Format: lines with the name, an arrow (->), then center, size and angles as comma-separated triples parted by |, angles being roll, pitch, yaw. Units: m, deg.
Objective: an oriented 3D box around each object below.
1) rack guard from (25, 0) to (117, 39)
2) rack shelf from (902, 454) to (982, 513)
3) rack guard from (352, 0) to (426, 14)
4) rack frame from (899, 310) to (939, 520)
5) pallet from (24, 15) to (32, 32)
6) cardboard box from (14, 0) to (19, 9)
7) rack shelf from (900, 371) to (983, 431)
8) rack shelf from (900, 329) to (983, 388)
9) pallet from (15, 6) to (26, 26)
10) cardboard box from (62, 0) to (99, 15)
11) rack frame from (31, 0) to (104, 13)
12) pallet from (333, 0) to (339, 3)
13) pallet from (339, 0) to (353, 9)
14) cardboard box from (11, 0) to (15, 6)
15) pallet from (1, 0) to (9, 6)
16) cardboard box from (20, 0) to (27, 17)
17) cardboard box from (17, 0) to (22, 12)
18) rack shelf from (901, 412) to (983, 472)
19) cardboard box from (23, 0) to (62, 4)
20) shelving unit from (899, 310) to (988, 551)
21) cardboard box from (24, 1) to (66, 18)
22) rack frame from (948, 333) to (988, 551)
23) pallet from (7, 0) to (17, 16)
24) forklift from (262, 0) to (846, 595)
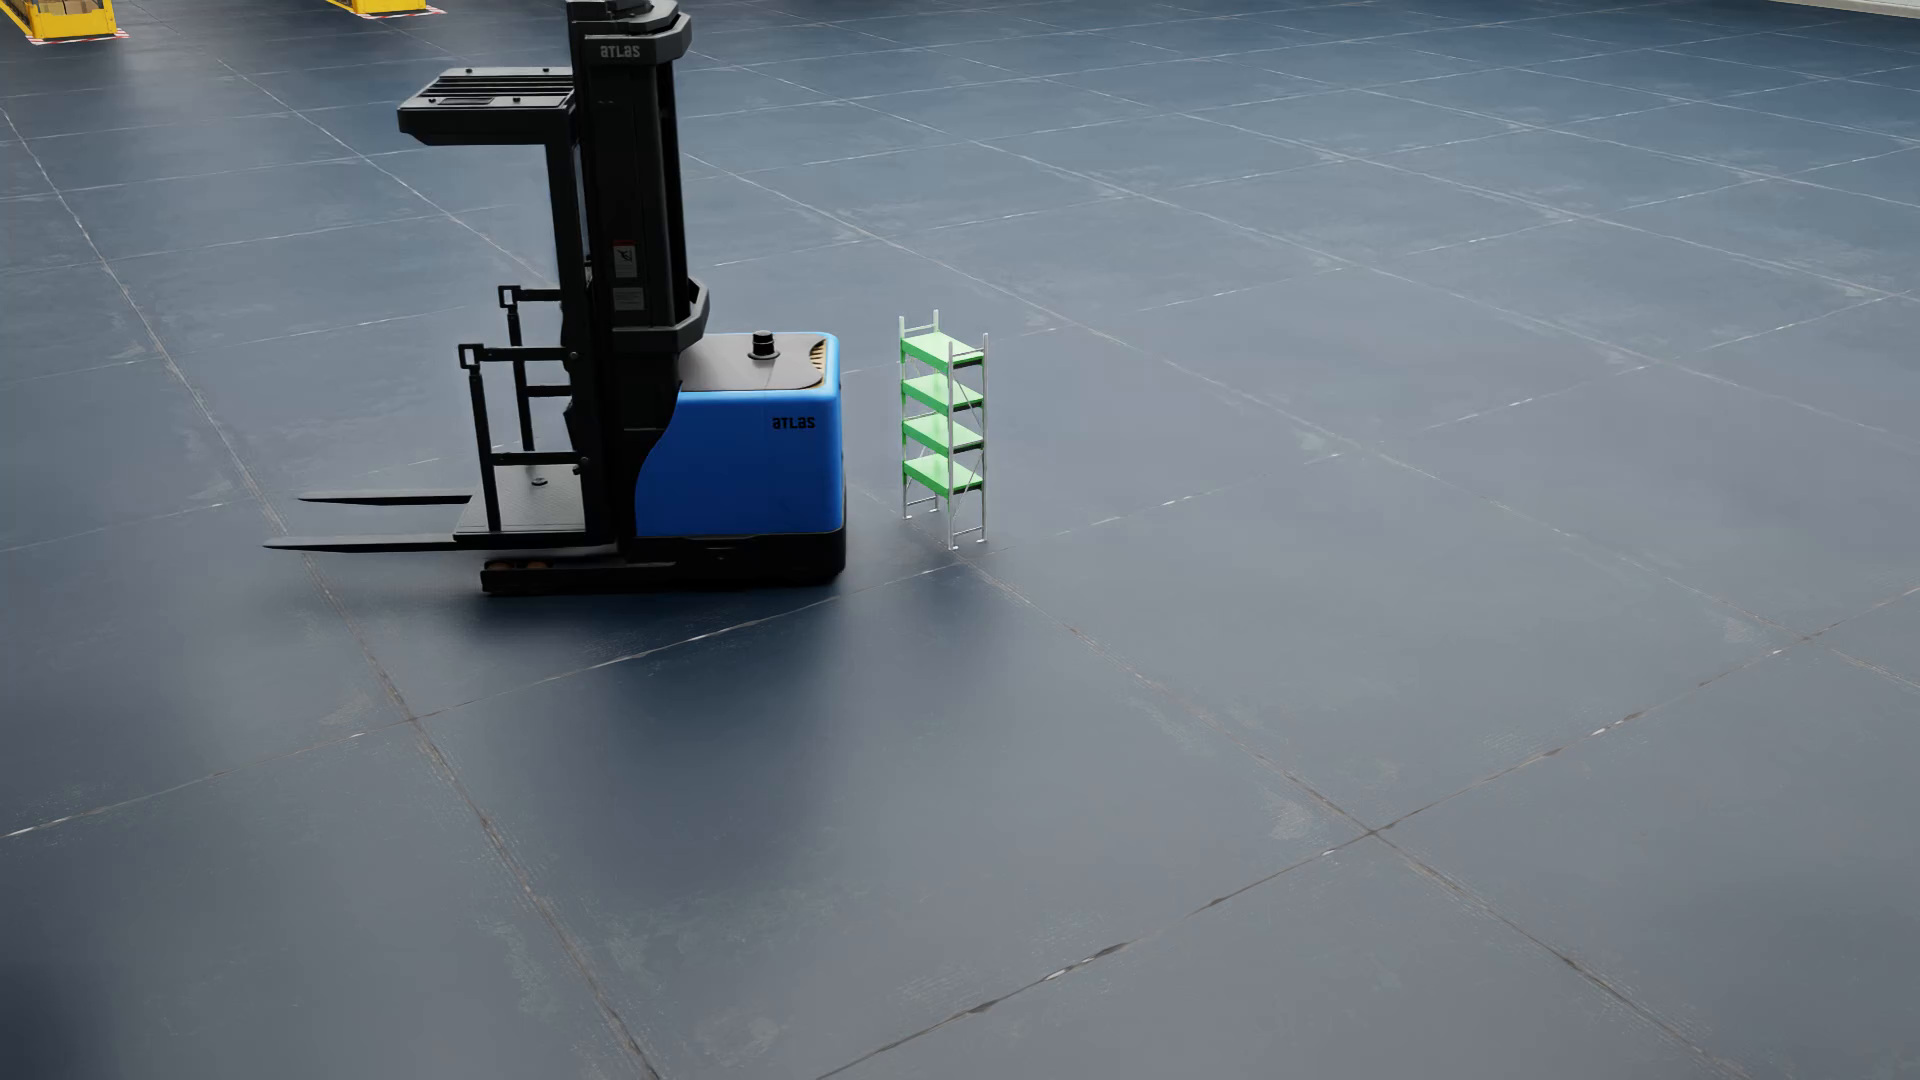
rack guard -> -13.817, -8.123, 25.870 | 1.175, 0.500, 0.348 | -16, 29, -30
rack shelf -> -0.090, -0.327, 9.249 | 0.258, 0.148, 0.480 | -16, 29, -30
rack guard -> -9.759, -9.300, 28.365 | 1.175, 0.500, 0.348 | -16, 29, -30
rack frame -> -0.224, -0.689, 9.304 | 0.240, 1.200, 0.015 | -16, 29, -30
pallet -> -14.283, -8.264, 26.509 | 1.003, 0.211, 1.213 | -16, 29, -30
cardboard box -> -15.199, -8.865, 27.243 | 0.500, 0.250, 0.500 | -16, 29, -30
rack shelf -> -0.090, -0.761, 9.044 | 0.258, 0.148, 0.480 | -16, 29, -30
rack shelf -> -0.090, -0.978, 8.942 | 0.258, 0.148, 0.480 | -16, 29, -30
pallet -> -14.945, -8.700, 27.432 | 1.003, 0.211, 1.213 | -16, 29, -30
cardboard box -> -13.936, -8.452, 26.368 | 0.500, 0.250, 0.500 | -16, 29, -30
rack frame -> -13.830, -9.262, 25.355 | 1.000, 3.000, 0.127 | -16, 29, -30
pallet -> -10.860, -9.898, 29.969 | 1.003, 0.211, 1.213 | -16, 29, -30
pallet -> -10.198, -9.462, 29.045 | 1.003, 0.211, 1.213 | -16, 29, -30
cardboard box -> -15.477, -9.042, 27.619 | 0.500, 0.250, 0.500 | -16, 29, -30
pallet -> -16.449, -9.686, 29.520 | 1.003, 0.211, 1.213 | -16, 29, -30
cardboard box -> -14.653, -8.507, 26.486 | 0.500, 0.250, 0.500 | -16, 29, -30
cardboard box -> -14.928, -8.685, 26.864 | 0.500, 0.250, 0.500 | -16, 29, -30
rack shelf -> -0.090, -0.544, 9.147 | 0.258, 0.148, 0.480 | -16, 29, -30
cardboard box -> -14.372, -8.670, 25.952 | 0.500, 0.500, 0.500 | -16, 29, -30
shelving unit -> -0.090, -0.602, 9.119 | 0.258, 1.200, 0.503 | -16, 29, -30
cardboard box -> -14.370, -8.331, 26.113 | 0.500, 0.250, 0.500 | -16, 29, -30
rack frame -> 0.043, -0.515, 8.934 | 0.240, 1.200, 0.015 | -16, 29, -30
pallet -> -15.615, -9.137, 28.358 | 1.003, 0.211, 1.213 | -16, 29, -30
forklift -> -2.143, -1.270, 8.508 | 3.031, 2.935, 1.130 | -1, 25, -3
